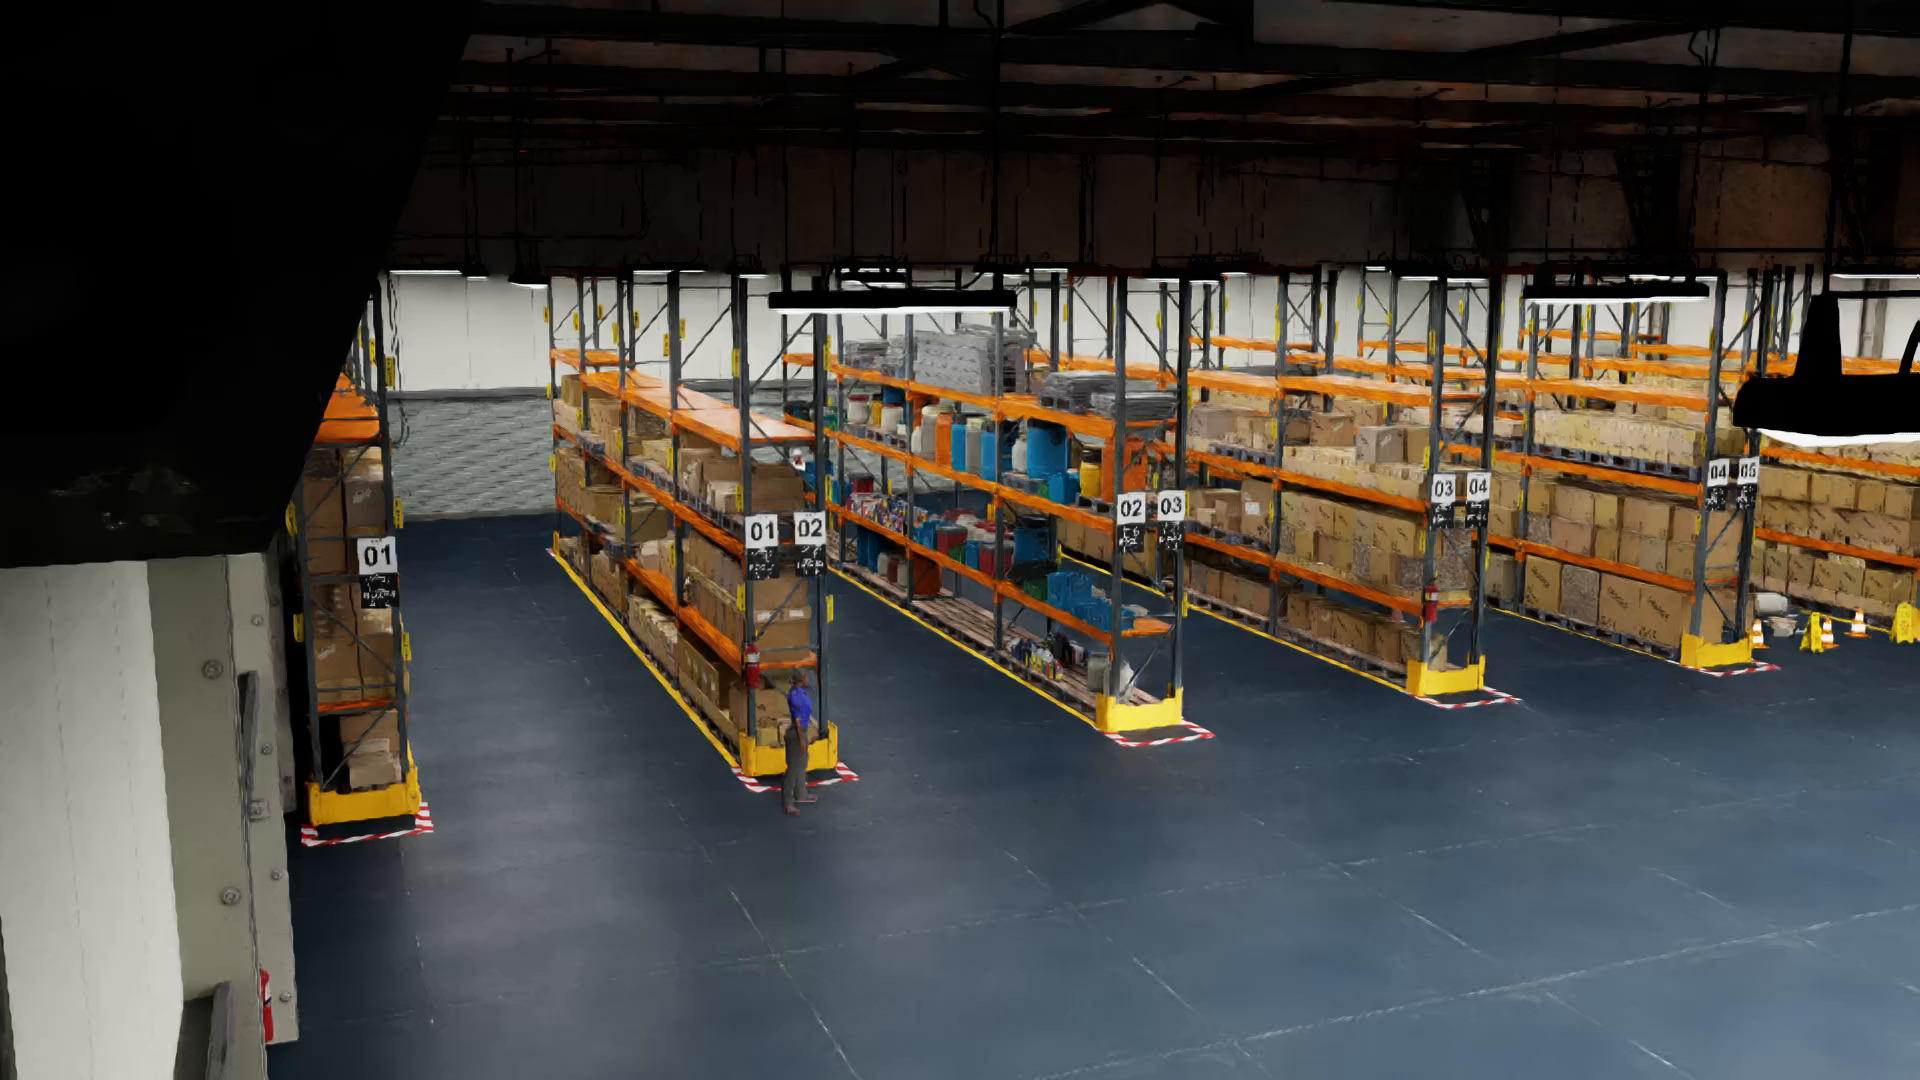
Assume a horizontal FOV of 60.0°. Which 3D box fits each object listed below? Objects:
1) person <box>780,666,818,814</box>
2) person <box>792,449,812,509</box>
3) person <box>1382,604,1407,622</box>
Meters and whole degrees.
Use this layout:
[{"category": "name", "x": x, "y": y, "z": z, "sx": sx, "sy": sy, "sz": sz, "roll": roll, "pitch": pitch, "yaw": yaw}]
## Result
[{"category": "person", "x": -1.844, "y": 2.247, "z": 18.935, "sx": 0.418, "sy": 1.662, "sz": 0.568, "roll": 0, "pitch": 10, "yaw": -2}, {"category": "person", "x": -3.691, "y": -1.264, "z": 38.863, "sx": 0.610, "sy": 1.753, "sz": 0.579, "roll": 3, "pitch": 10, "yaw": 14}, {"category": "person", "x": 7.439, "y": 0.594, "z": 28.317, "sx": 0.539, "sy": 1.679, "sz": 0.454, "roll": 9, "pitch": 13, "yaw": 41}]
